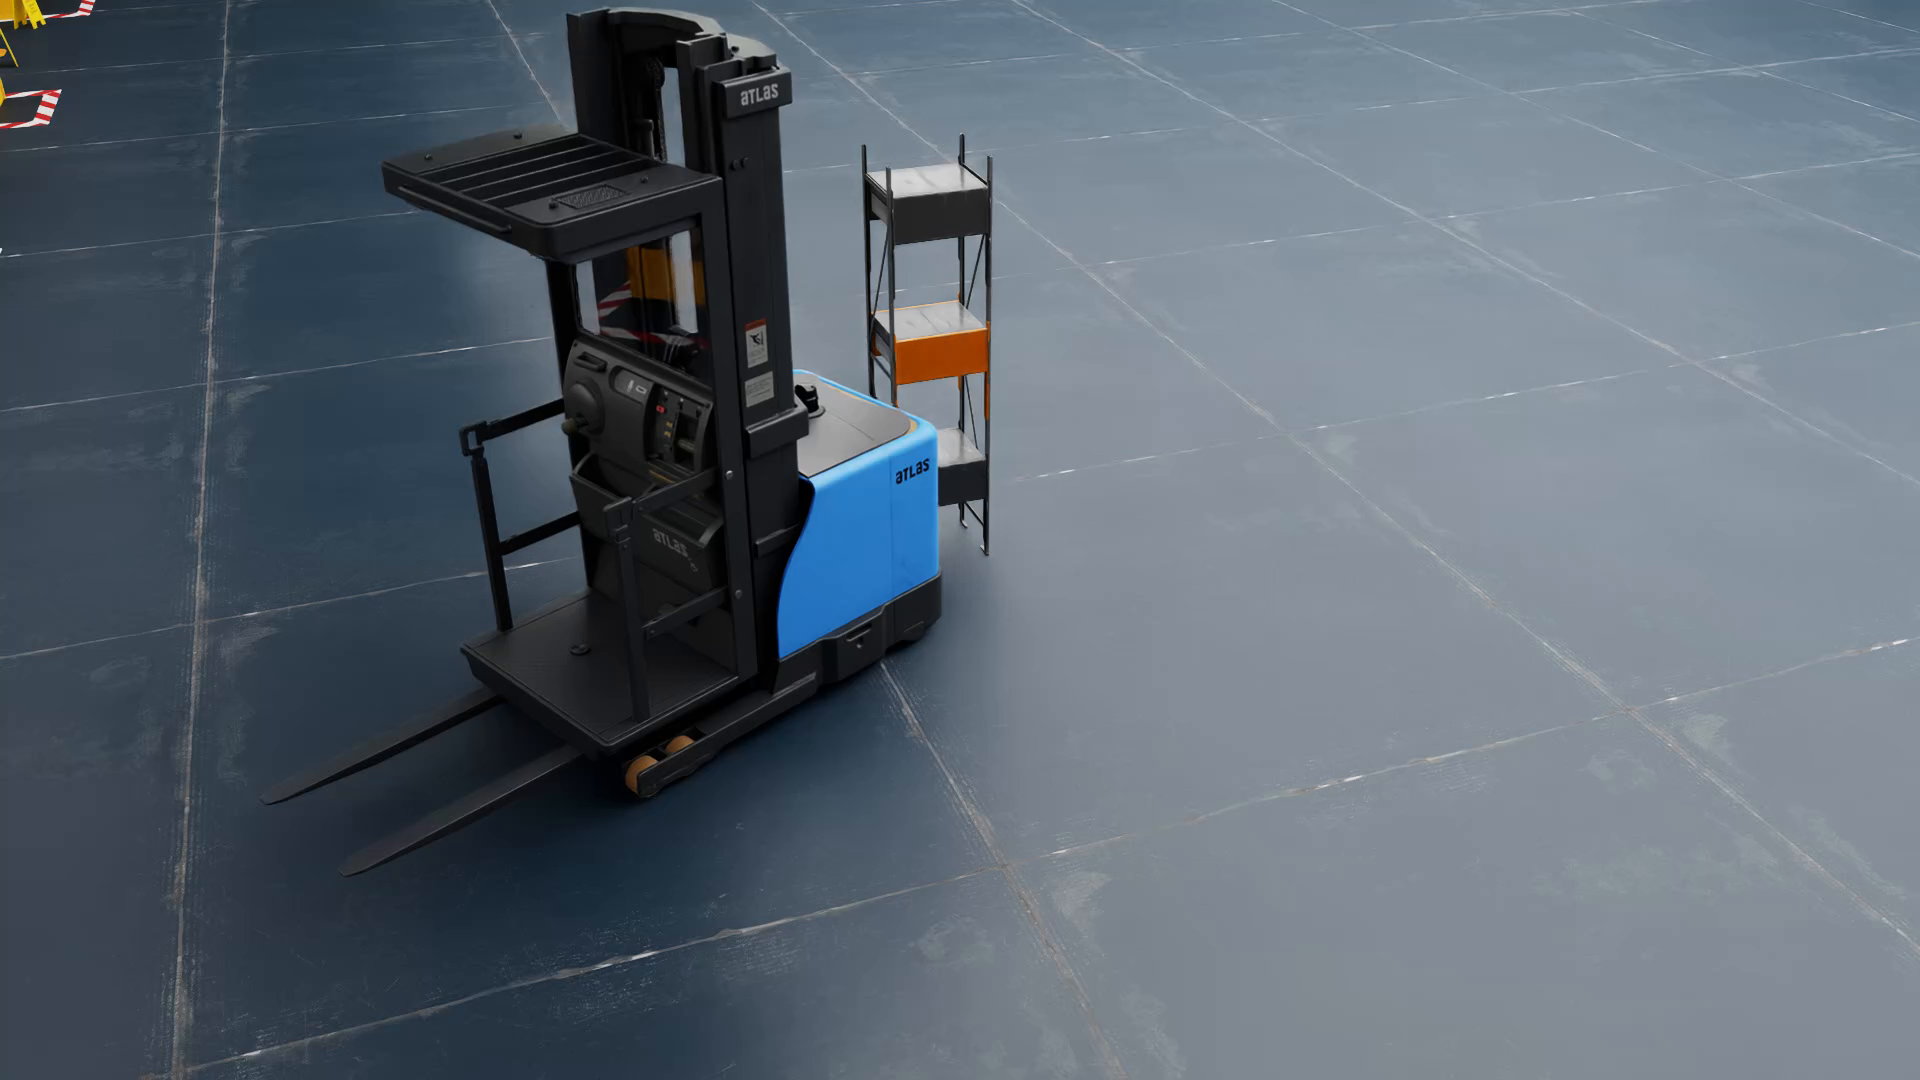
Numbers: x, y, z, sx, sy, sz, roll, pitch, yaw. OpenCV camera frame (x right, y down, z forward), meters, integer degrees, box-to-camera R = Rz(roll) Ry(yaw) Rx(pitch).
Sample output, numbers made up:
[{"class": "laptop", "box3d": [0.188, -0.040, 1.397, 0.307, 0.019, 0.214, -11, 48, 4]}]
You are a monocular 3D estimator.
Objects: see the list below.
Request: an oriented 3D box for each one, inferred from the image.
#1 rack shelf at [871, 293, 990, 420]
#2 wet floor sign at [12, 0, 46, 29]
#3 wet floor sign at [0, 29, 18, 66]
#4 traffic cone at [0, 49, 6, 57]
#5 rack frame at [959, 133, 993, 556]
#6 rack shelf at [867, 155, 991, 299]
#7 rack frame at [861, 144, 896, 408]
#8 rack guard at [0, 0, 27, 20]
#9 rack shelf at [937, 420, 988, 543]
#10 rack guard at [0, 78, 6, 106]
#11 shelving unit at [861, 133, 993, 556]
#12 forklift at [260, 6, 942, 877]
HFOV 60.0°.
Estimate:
[{"class": "rack shelf", "box3d": [-0.155, -0.872, 8.187, 0.480, 0.518, 0.431, -10, 31, -18]}, {"class": "wet floor sign", "box3d": [-10.686, -6.184, 18.953, 0.232, 0.644, 0.267, 0, 30, 0]}, {"class": "wet floor sign", "box3d": [-10.080, -5.292, 17.387, 0.232, 0.644, 0.267, -16, 33, -26]}, {"class": "traffic cone", "box3d": [-10.485, -5.439, 17.830, 0.334, 0.463, 0.336, -10, 31, -18]}, {"class": "rack frame", "box3d": [0.074, -0.926, 8.254, 0.015, 2.100, 0.400, -10, 31, -18]}, {"class": "rack shelf", "box3d": [-0.155, -1.480, 7.840, 0.480, 0.518, 0.431, -10, 31, -18]}, {"class": "rack frame", "box3d": [-0.384, -0.842, 8.106, 0.015, 2.100, 0.400, -10, 31, -18]}, {"class": "rack guard", "box3d": [-11.309, -6.571, 19.779, 0.348, 0.500, 1.175, -10, 31, -18]}, {"class": "rack shelf", "box3d": [-0.155, -0.264, 8.533, 0.480, 0.518, 0.431, -10, 31, -18]}, {"class": "rack guard", "box3d": [-9.394, -4.310, 15.809, 0.348, 0.500, 1.175, -10, 31, -18]}, {"class": "shelving unit", "box3d": [-0.155, -0.884, 8.180, 0.503, 2.100, 0.431, -10, 31, -18]}, {"class": "forklift", "box3d": [-1.465, -0.497, 6.661, 1.130, 2.935, 3.031, 25, 38, 37]}]
